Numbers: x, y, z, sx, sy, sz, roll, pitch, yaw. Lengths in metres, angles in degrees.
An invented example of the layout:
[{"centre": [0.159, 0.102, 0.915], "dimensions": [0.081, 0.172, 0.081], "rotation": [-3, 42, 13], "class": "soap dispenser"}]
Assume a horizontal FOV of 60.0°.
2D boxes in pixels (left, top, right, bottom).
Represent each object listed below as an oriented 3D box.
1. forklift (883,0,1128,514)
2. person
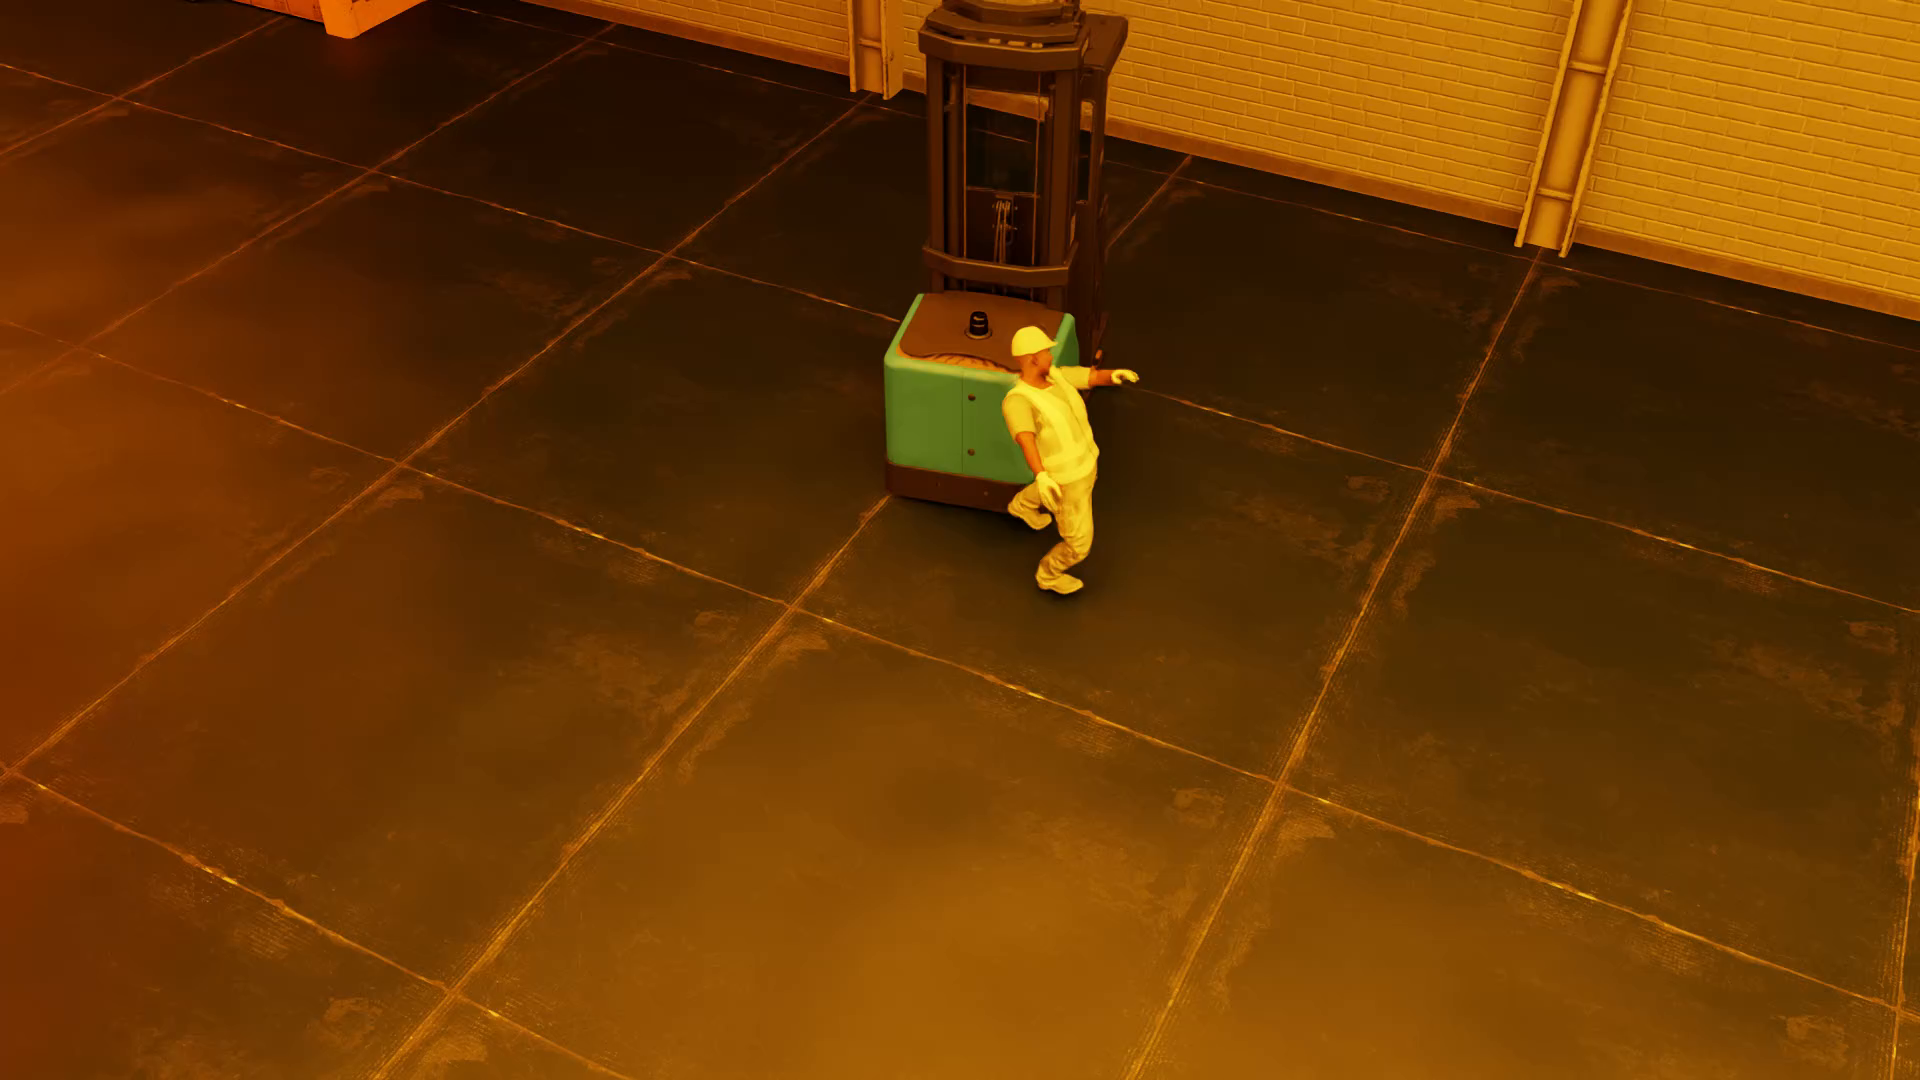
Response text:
[{"centre": [0.398, -2.222, 10.624], "dimensions": [1.130, 2.935, 3.031], "rotation": [10, 41, 11], "class": "forklift"}, {"centre": [0.562, -0.341, 9.453], "dimensions": [0.782, 1.538, 1.079], "rotation": [9, 41, 11], "class": "person"}]
